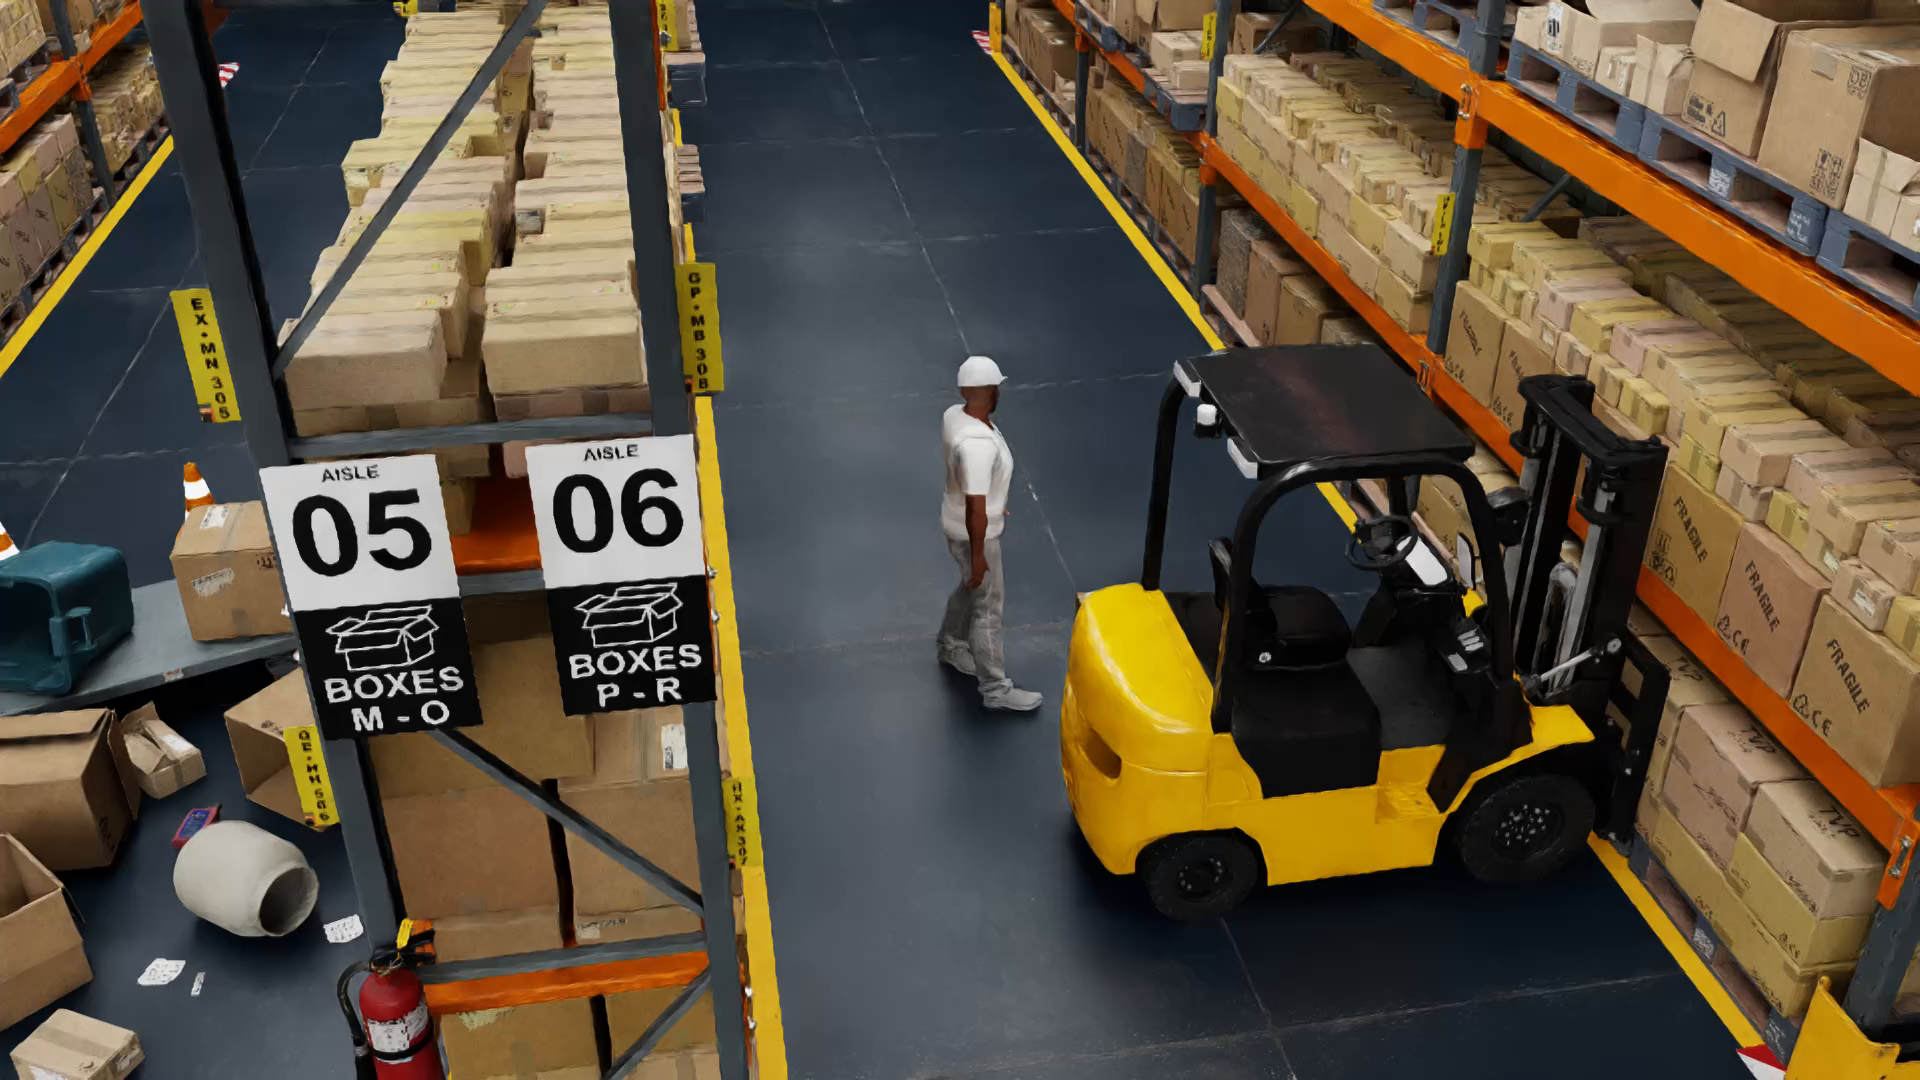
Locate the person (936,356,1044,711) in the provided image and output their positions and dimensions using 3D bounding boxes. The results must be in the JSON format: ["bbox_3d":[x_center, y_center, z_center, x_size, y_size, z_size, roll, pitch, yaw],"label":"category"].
[{"bbox_3d":[0.149,-0.041,8.214,0.555,1.761,0.683,0,31,1],"label":"person"}]
